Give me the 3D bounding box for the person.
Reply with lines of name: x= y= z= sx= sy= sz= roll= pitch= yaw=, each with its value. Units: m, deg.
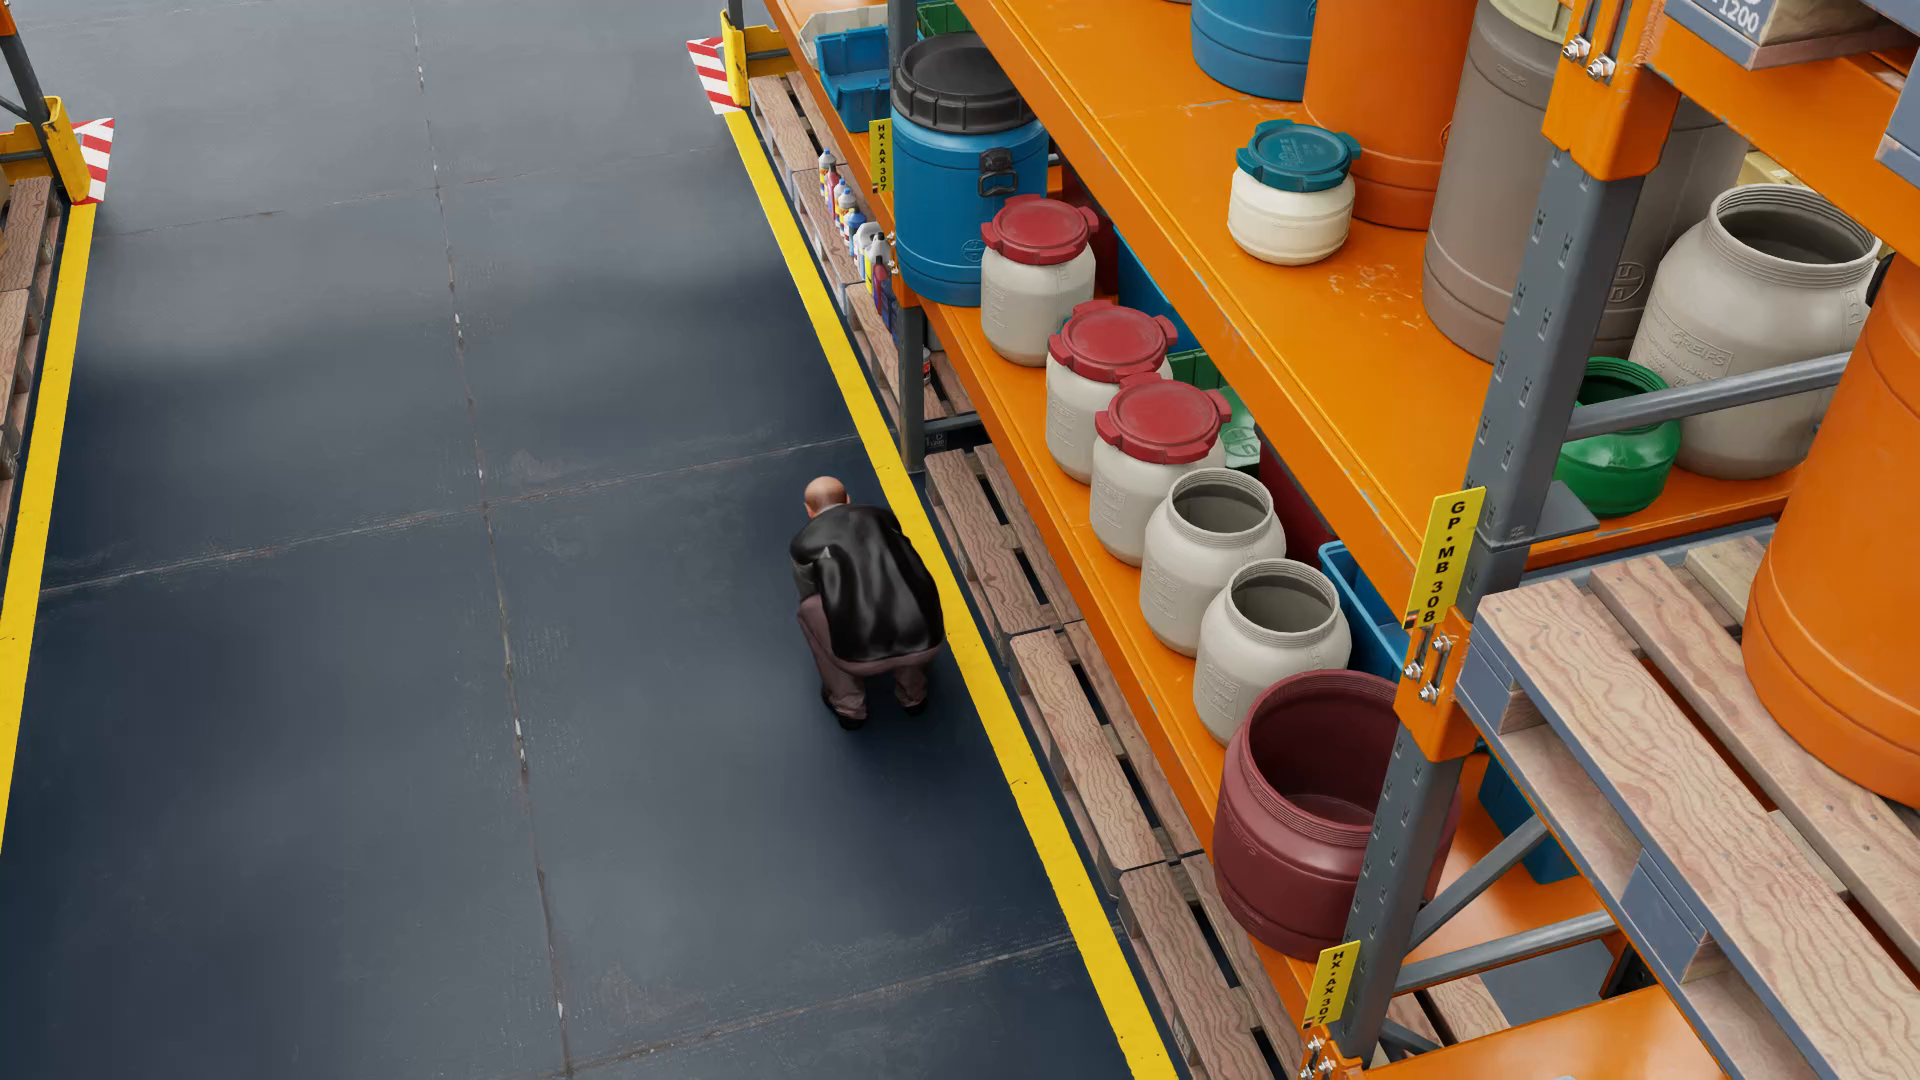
person: x=-0.391 y=0.259 z=6.610 sx=0.506 sy=0.796 sz=0.943 roll=-13 pitch=44 yaw=-14
